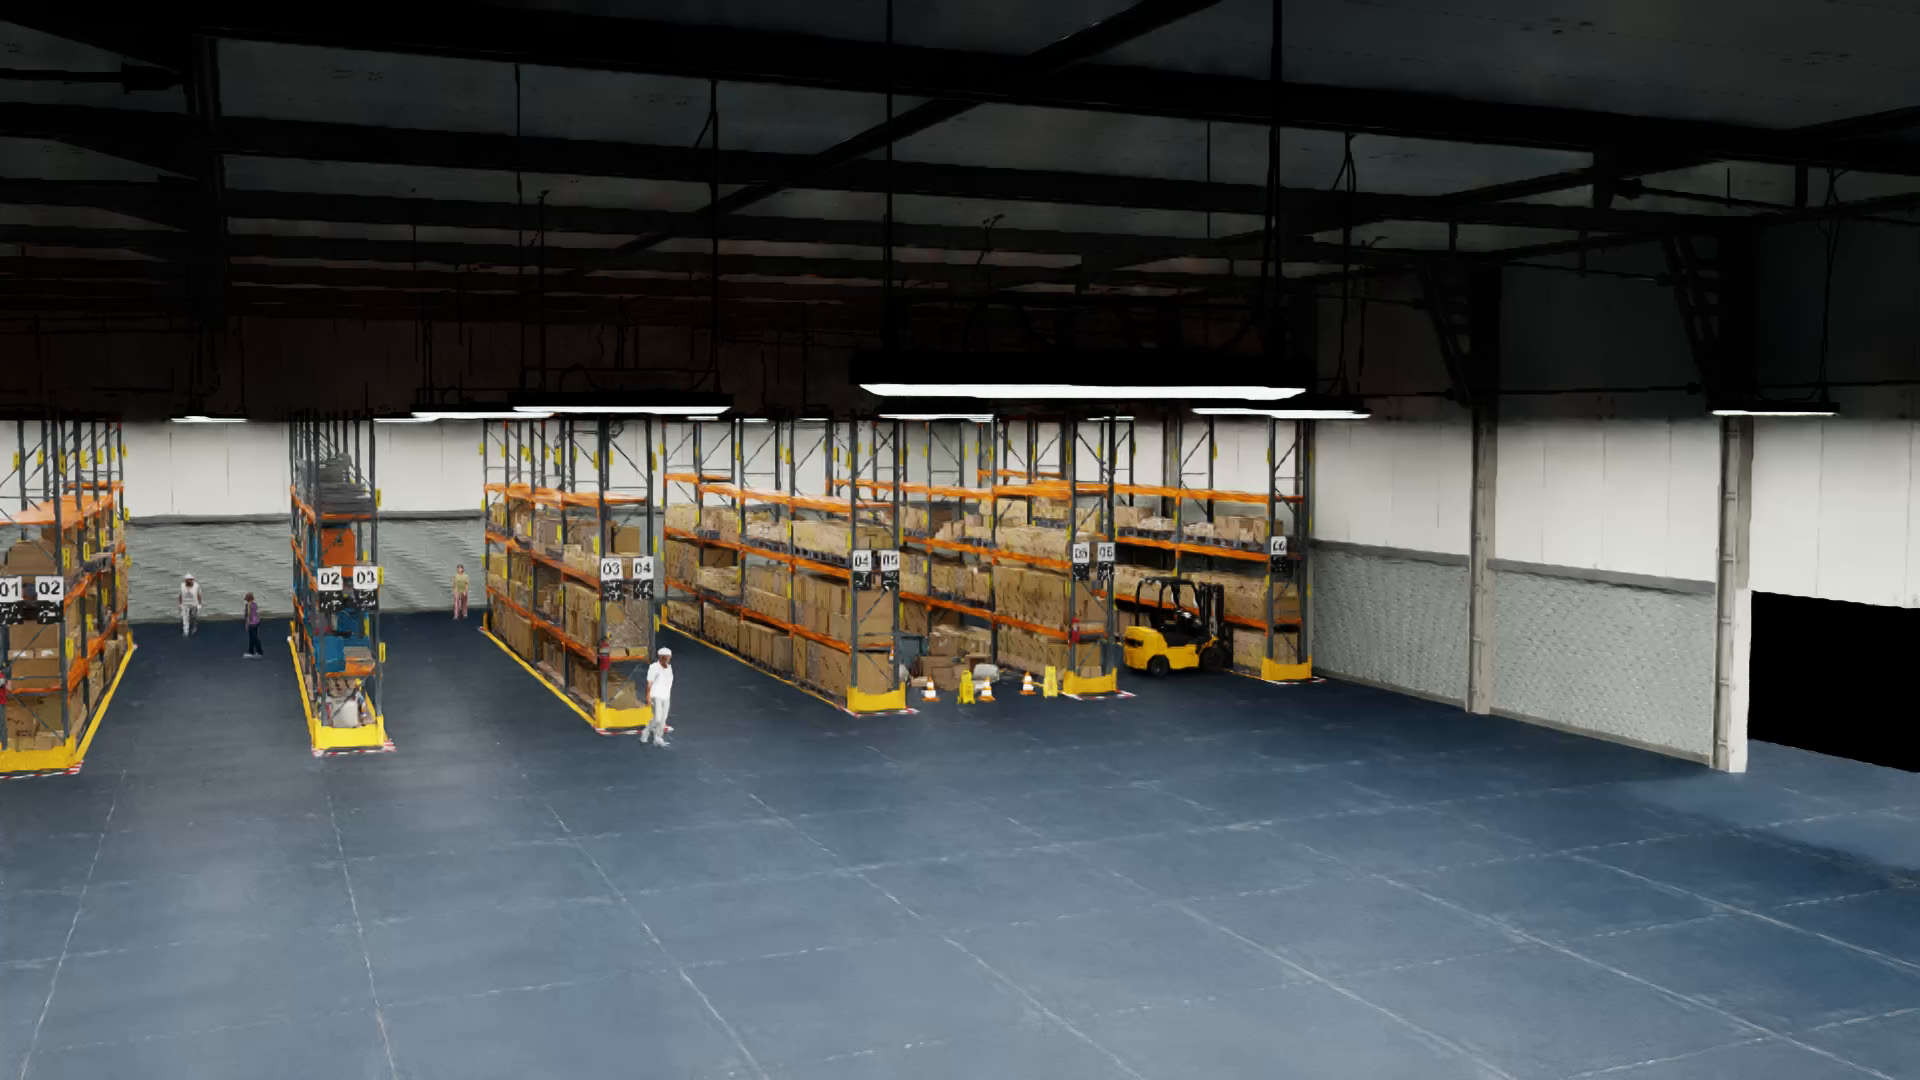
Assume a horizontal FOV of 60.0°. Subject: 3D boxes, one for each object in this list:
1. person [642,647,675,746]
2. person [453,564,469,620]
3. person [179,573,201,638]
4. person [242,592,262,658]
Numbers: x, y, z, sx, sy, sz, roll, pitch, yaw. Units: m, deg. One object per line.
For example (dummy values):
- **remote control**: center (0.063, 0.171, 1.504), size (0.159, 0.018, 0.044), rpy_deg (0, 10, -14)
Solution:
- **person**: center (-5.341, 2.777, 29.543), size (0.563, 1.759, 0.617), rpy_deg (2, 5, 28)
- **person**: center (-14.606, 1.516, 48.679), size (0.446, 1.578, 1.018), rpy_deg (-1, 4, -14)
- **person**: center (-20.678, 1.735, 44.657), size (0.561, 1.710, 1.141), rpy_deg (-2, 4, -25)
- **person**: center (-17.341, 2.064, 40.687), size (0.526, 1.585, 0.555), rpy_deg (-1, 4, -7)
